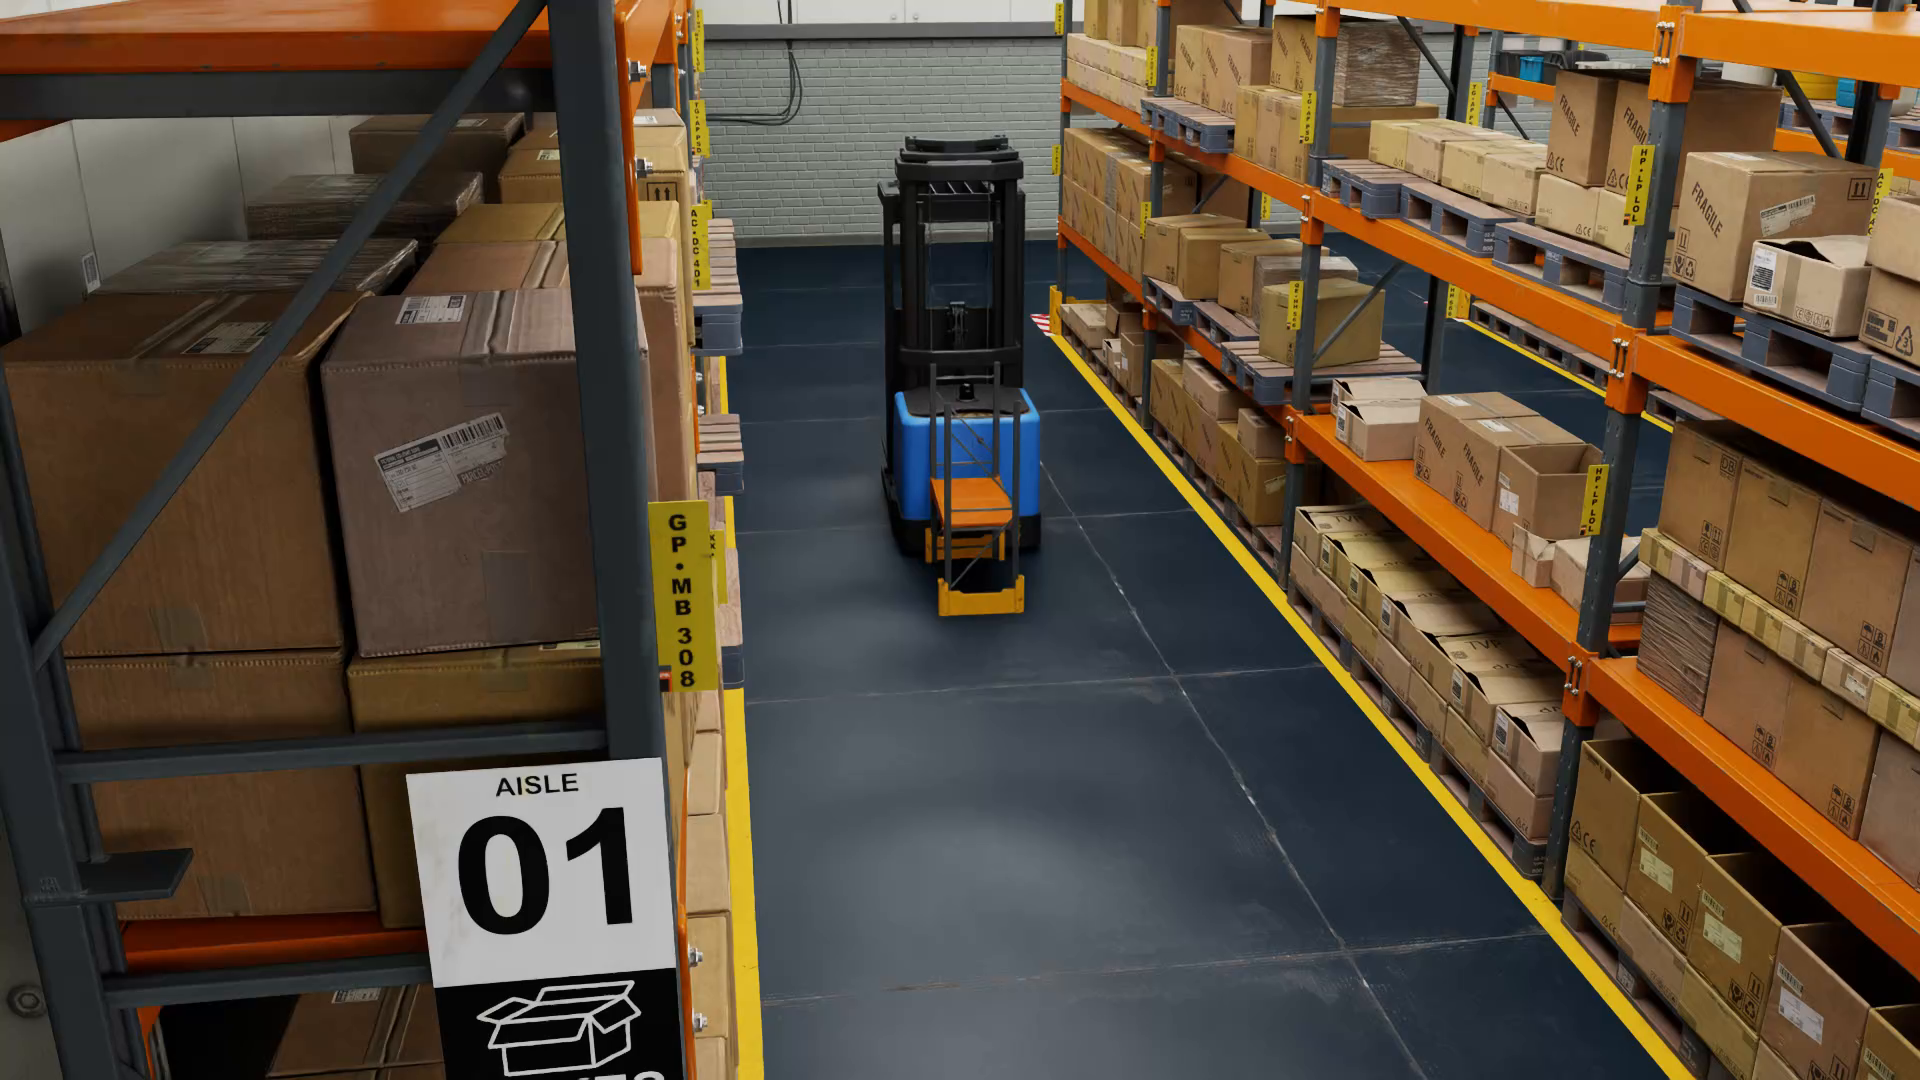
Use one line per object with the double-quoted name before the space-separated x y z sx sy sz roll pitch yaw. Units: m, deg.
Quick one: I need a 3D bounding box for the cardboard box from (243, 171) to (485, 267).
"cardboard box" -1.504 -0.666 4.324 0.500 0.500 0.500 -3 21 -8

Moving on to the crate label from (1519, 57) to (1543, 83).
"crate label" 6.331 -5.104 18.021 0.408 0.251 0.502 -3 21 -8

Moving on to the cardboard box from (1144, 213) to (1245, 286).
"cardboard box" 2.039 -2.539 14.485 0.700 0.500 0.500 -10 23 -26

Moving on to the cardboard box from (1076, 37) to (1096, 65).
"cardboard box" 1.497 -5.061 17.191 0.500 0.250 0.500 -3 21 -8

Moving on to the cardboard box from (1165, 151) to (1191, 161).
"cardboard box" 2.254 -3.520 16.282 0.500 0.500 0.500 -4 21 -9

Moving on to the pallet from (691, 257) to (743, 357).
"pallet" -1.540 -0.986 7.051 1.213 0.211 1.003 -3 21 -8

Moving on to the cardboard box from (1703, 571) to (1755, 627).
"cardboard box" 3.268 0.227 6.751 0.380 0.149 0.250 -3 21 -9

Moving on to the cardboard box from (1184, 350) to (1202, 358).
"cardboard box" 2.211 -1.805 16.683 0.380 0.166 0.250 -3 21 -8

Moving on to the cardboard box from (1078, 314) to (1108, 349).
"cardboard box" 1.557 -2.225 17.688 0.500 0.250 0.500 -3 21 -8

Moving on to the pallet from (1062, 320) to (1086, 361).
"pallet" 1.742 -2.247 18.432 1.003 0.211 1.213 -3 21 -8

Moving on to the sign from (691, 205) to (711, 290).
"sign" -1.020 -1.127 6.422 0.100 0.325 0.005 -3 21 -8

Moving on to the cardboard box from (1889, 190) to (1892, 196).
"cardboard box" 11.144 -4.097 19.758 0.380 0.149 0.250 -3 21 -7

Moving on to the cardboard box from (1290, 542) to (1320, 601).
"cardboard box" 2.554 0.201 11.220 0.500 0.250 0.500 -3 21 -8

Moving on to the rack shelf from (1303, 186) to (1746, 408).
"rack shelf" 3.057 -1.462 9.084 1.077 0.370 4.000 -3 21 -8

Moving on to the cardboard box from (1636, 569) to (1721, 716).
"cardboard box" 3.416 0.405 7.201 0.700 0.500 0.500 -3 21 -9

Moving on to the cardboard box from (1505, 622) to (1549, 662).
"cardboard box" 3.390 0.619 9.300 0.500 0.311 0.500 -4 21 -10

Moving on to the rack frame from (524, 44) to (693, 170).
"rack frame" -2.133 -3.645 9.615 1.000 3.000 0.127 -3 21 -8

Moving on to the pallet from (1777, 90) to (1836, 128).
"pallet" 7.304 -3.770 14.505 1.213 0.211 1.003 -3 21 -8

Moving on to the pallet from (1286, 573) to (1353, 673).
"pallet" 2.849 0.507 11.057 1.003 0.211 1.213 -3 21 -8

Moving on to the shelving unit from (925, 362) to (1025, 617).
"shelving unit" 0.091 -0.379 11.586 0.587 1.500 1.083 -2 21 -6

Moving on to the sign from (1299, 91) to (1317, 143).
"sign" 2.232 -2.707 10.650 0.100 0.325 0.005 -3 21 -8

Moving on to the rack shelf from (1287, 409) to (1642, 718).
"rack shelf" 3.057 -0.057 9.609 1.077 0.370 4.000 -3 21 -8

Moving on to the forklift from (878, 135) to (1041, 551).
"forklift" -0.071 -1.767 13.258 1.130 2.935 3.031 -2 21 -6

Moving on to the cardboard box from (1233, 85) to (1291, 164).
"cardboard box" 2.524 -3.044 12.149 0.910 0.500 0.500 -3 21 -8

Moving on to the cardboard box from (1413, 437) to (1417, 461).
"cardboard box" 3.008 -0.530 10.206 0.380 0.149 0.250 -1 21 -4

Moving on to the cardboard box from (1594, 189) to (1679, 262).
"cardboard box" 3.266 -1.447 7.629 0.500 0.250 0.500 -1 20 -2

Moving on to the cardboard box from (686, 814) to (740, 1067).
"cardboard box" -0.880 1.113 4.563 0.500 0.500 0.500 -4 21 -10

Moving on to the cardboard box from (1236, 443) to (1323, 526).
"cardboard box" 2.402 -0.433 12.533 0.500 0.500 0.500 -2 21 -6

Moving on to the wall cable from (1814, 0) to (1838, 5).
"wall cable" 14.015 -10.803 24.182 2.277 5.999 0.120 -3 21 -8

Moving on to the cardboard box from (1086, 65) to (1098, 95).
"cardboard box" 1.571 -4.653 16.815 0.500 0.250 0.500 -3 21 -8

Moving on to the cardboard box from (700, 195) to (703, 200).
"cardboard box" -2.871 -2.802 15.503 0.980 0.700 0.700 -3 21 -9

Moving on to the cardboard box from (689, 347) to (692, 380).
"cardboard box" -1.238 -0.748 5.974 0.500 0.500 0.500 -2 21 -6

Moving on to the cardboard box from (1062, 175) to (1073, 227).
"cardboard box" 1.419 -3.736 18.289 0.500 0.500 0.500 -2 21 -7

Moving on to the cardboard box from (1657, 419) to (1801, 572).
"cardboard box" 3.416 -0.202 6.974 0.700 0.500 0.500 -3 21 -7

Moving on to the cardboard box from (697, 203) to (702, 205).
"cardboard box" -2.389 -2.618 13.770 0.500 0.250 0.500 -2 21 -6

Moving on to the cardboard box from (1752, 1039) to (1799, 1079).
"cardboard box" 3.324 2.086 6.175 0.500 0.250 0.500 -3 21 -8

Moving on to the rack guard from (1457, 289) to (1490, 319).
"rack guard" 6.501 -2.941 19.876 1.175 0.500 0.348 -3 21 -8

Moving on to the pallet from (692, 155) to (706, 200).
"pallet" -2.278 -2.372 10.763 1.213 0.211 1.003 -2 21 -5

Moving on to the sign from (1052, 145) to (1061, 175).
"sign" 1.079 -4.234 18.528 0.100 0.325 0.005 -3 21 -8

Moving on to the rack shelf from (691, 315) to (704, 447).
"rack shelf" -1.844 -1.211 8.412 1.077 0.370 4.000 -3 21 -8

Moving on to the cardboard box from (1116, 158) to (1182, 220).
"cardboard box" 1.787 -3.326 15.761 0.500 0.500 0.500 -3 21 -9

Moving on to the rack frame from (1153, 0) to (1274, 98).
"rack frame" 2.192 -5.281 13.995 1.000 3.000 0.127 -3 21 -8

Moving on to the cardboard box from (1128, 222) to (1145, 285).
"cardboard box" 1.866 -2.678 15.456 0.500 0.500 0.500 -3 21 -7

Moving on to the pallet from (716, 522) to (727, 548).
"pallet" -2.172 0.195 11.894 1.003 0.211 1.213 -3 21 -8

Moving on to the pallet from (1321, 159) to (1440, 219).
"pallet" 2.955 -2.172 10.228 1.213 0.211 1.003 -2 21 -5

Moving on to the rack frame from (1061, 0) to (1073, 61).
"rack frame" 1.616 -6.666 17.703 1.000 3.000 0.127 -3 21 -8

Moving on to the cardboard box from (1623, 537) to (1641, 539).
"cardboard box" 3.420 0.099 8.522 0.380 0.149 0.250 -3 21 -8

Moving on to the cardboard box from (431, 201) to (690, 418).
"cardboard box" -0.902 -0.494 3.863 0.500 0.500 0.500 -2 21 -6

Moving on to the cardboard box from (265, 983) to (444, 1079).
"cardboard box" -1.321 1.317 4.016 0.500 0.500 0.500 -3 21 -7

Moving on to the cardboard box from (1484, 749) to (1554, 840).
"cardboard box" 2.999 1.261 8.382 0.500 0.250 0.500 -3 21 -8

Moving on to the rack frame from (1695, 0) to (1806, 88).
"rack frame" 7.094 -5.530 14.661 1.000 3.000 0.127 -3 21 -8

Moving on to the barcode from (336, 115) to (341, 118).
"barcode" -1.781 -1.242 4.753 0.001 0.075 0.075 -3 21 -8

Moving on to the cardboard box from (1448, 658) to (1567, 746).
"cardboard box" 2.922 0.822 8.757 0.500 0.311 0.500 -2 21 -6

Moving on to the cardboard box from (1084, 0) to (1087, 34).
"cardboard box" 1.706 -5.599 17.562 0.700 0.500 0.500 -3 21 -8
